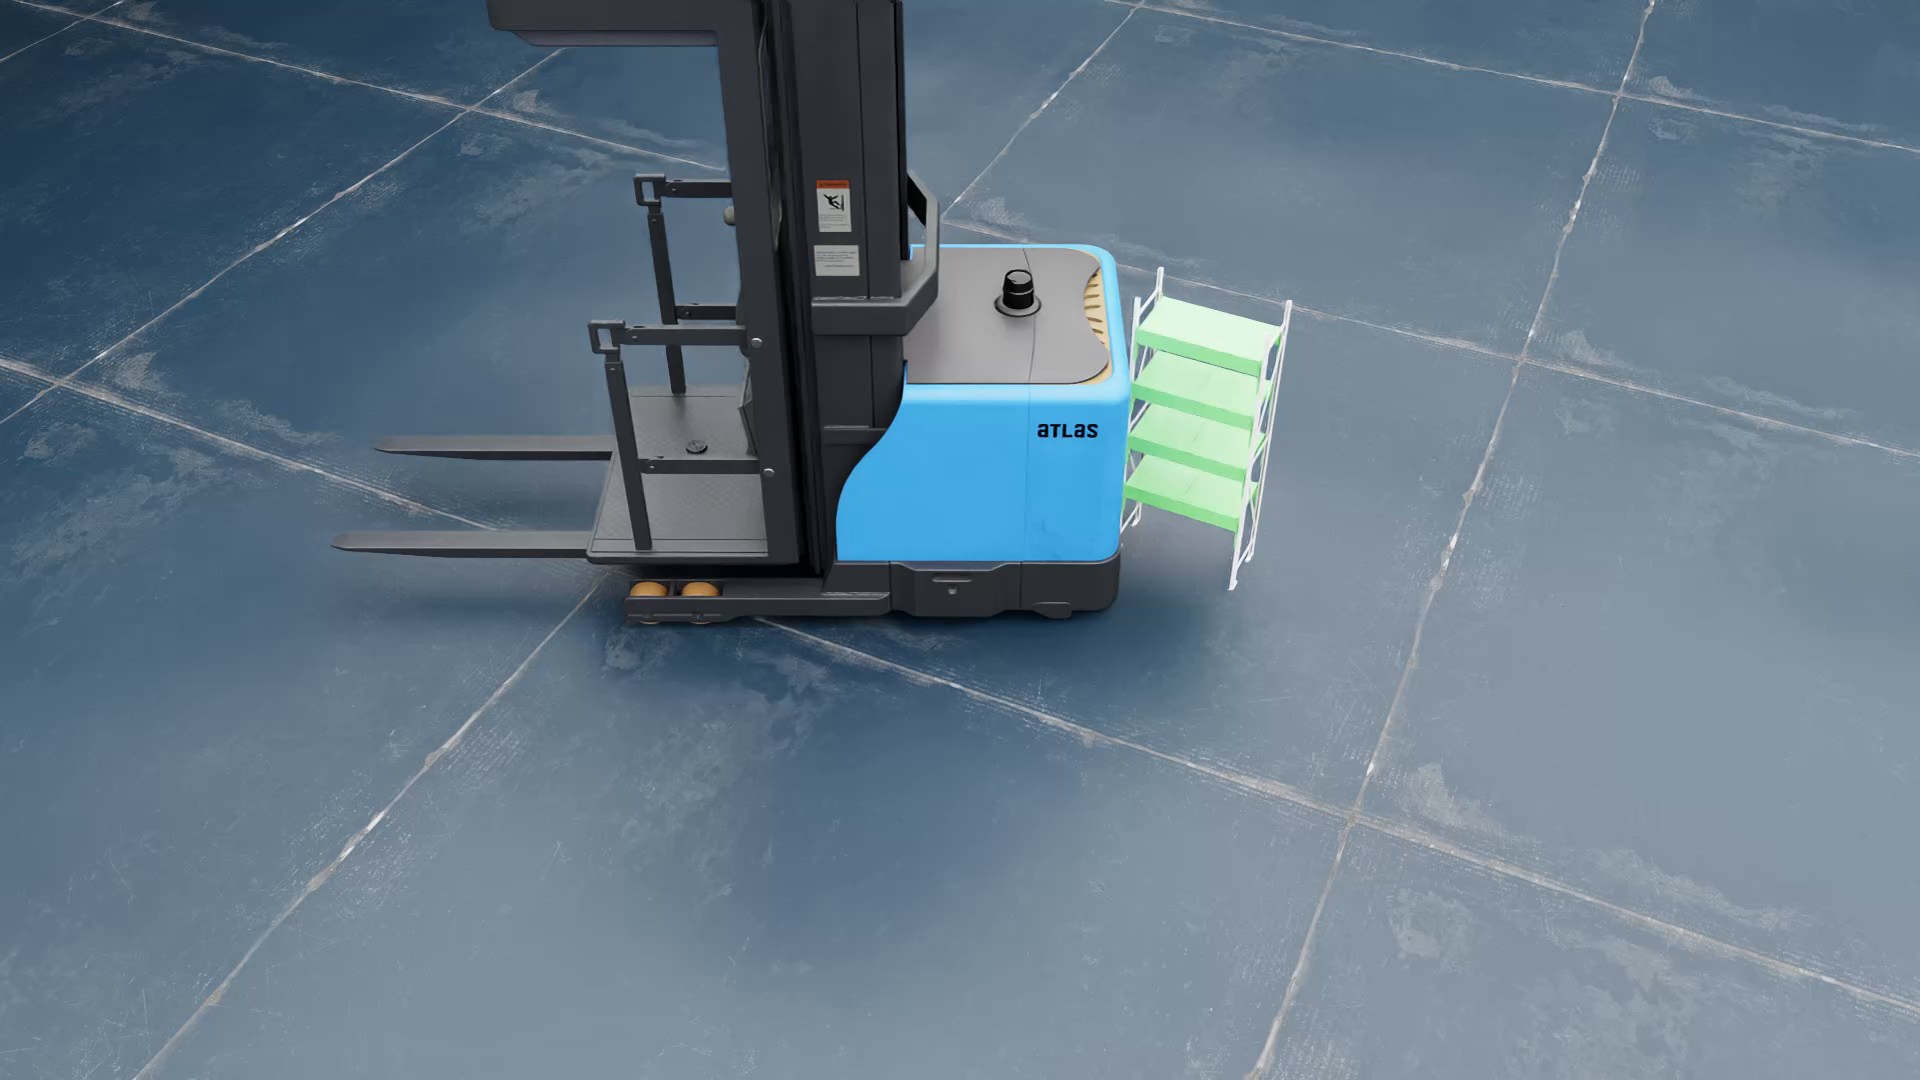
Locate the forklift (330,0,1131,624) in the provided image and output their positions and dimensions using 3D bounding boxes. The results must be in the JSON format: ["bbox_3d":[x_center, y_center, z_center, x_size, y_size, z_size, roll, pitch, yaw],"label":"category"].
[{"bbox_3d":[-0.905,-1.132,5.818,3.031,2.935,1.130,0,41,0],"label":"forklift"}]

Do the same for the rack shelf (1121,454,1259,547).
[{"bbox_3d":[0.899,-0.169,6.493,0.480,0.148,0.258,18,44,20],"label":"rack shelf"}]

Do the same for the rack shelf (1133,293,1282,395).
[{"bbox_3d":[0.899,-0.713,6.022,0.480,0.148,0.258,18,44,20],"label":"rack shelf"}]

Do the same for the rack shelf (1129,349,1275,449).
[{"bbox_3d":[0.899,-0.532,6.179,0.480,0.148,0.258,18,44,20],"label":"rack shelf"}]

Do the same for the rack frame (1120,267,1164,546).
[{"bbox_3d":[0.682,-0.472,6.378,0.015,1.200,0.240,18,44,20],"label":"rack frame"}]

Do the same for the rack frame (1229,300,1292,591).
[{"bbox_3d":[1.117,-0.327,6.211,0.015,1.200,0.240,18,44,20],"label":"rack frame"}]

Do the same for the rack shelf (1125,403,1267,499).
[{"bbox_3d":[0.899,-0.351,6.336,0.480,0.148,0.258,18,44,20],"label":"rack shelf"}]

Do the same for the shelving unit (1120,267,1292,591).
[{"bbox_3d":[0.899,-0.399,6.294,0.503,1.200,0.258,18,44,20],"label":"shelving unit"}]
